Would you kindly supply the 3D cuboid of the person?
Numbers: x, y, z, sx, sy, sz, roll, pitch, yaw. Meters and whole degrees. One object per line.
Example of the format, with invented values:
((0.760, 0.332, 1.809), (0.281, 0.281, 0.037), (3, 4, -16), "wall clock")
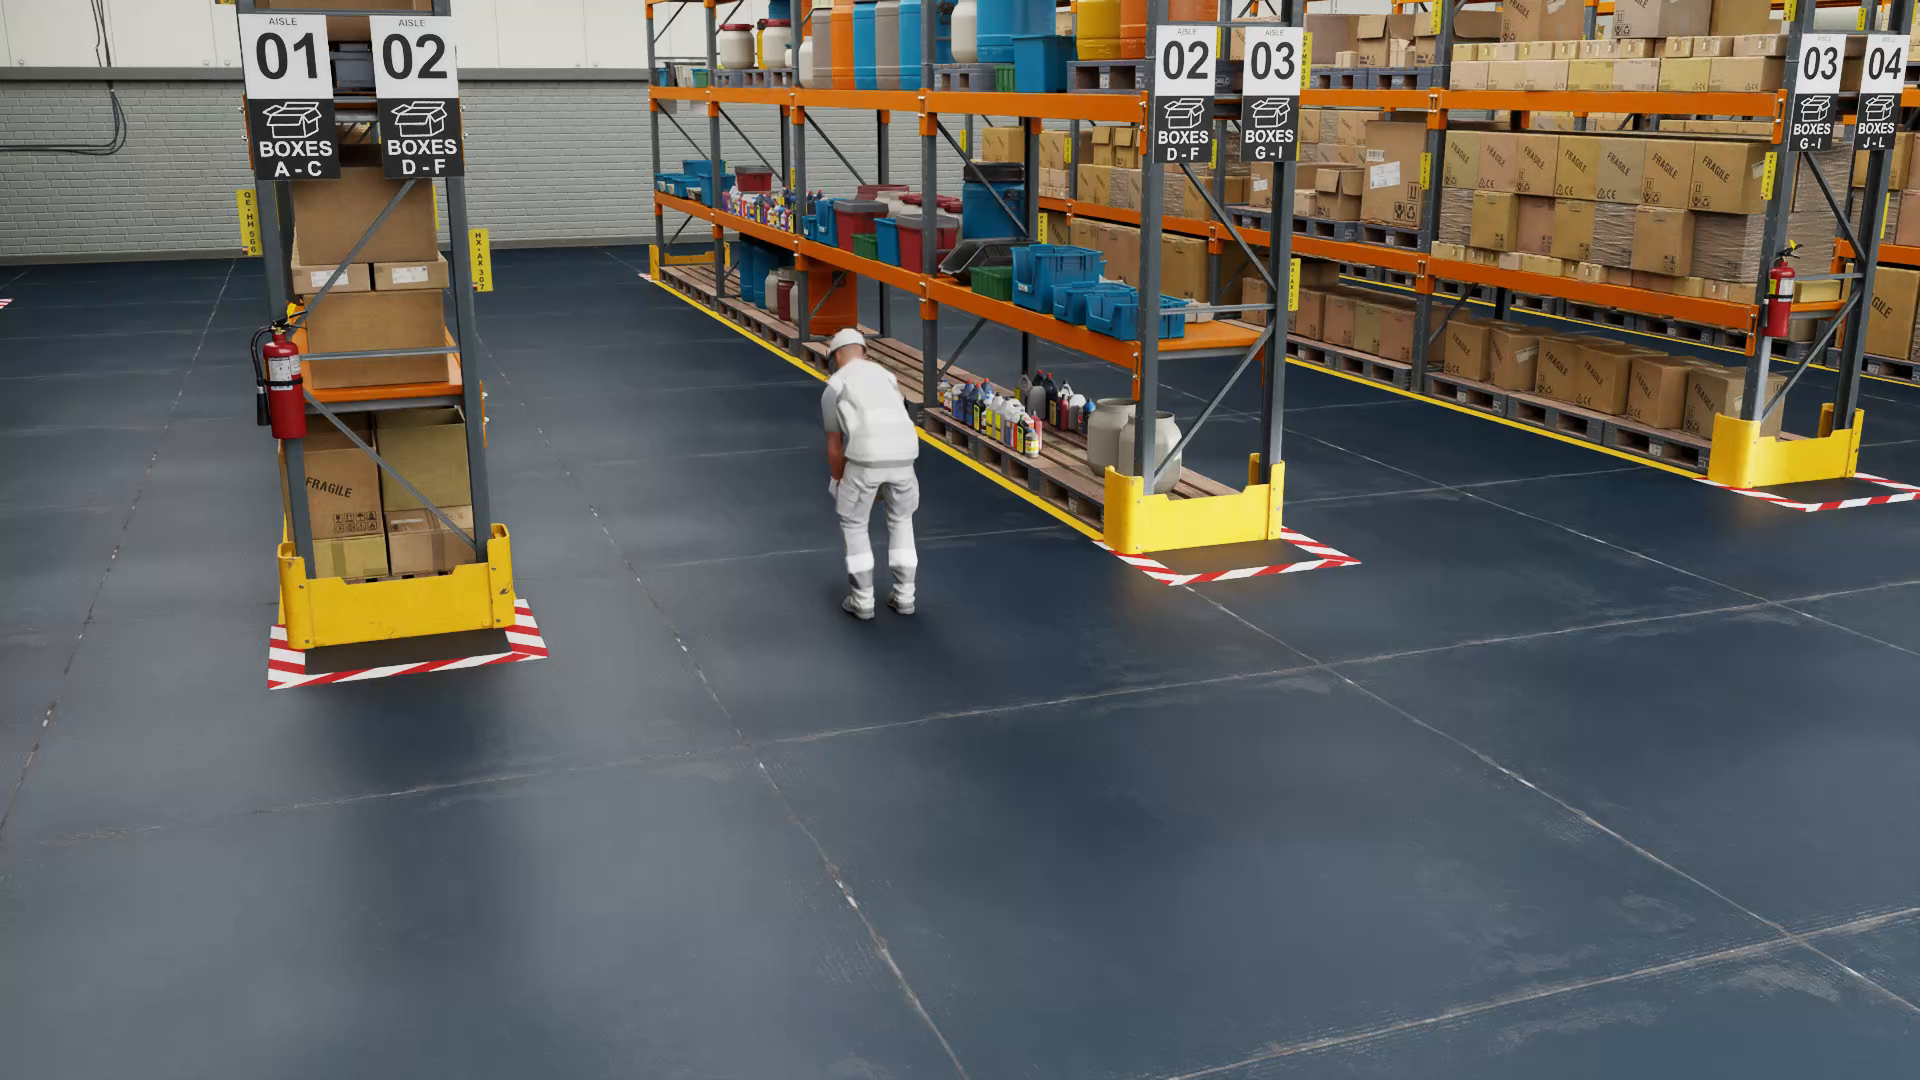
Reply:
((-0.523, -0.388, 9.348), (0.483, 1.540, 0.819), (-6, 17, -21), "person")
